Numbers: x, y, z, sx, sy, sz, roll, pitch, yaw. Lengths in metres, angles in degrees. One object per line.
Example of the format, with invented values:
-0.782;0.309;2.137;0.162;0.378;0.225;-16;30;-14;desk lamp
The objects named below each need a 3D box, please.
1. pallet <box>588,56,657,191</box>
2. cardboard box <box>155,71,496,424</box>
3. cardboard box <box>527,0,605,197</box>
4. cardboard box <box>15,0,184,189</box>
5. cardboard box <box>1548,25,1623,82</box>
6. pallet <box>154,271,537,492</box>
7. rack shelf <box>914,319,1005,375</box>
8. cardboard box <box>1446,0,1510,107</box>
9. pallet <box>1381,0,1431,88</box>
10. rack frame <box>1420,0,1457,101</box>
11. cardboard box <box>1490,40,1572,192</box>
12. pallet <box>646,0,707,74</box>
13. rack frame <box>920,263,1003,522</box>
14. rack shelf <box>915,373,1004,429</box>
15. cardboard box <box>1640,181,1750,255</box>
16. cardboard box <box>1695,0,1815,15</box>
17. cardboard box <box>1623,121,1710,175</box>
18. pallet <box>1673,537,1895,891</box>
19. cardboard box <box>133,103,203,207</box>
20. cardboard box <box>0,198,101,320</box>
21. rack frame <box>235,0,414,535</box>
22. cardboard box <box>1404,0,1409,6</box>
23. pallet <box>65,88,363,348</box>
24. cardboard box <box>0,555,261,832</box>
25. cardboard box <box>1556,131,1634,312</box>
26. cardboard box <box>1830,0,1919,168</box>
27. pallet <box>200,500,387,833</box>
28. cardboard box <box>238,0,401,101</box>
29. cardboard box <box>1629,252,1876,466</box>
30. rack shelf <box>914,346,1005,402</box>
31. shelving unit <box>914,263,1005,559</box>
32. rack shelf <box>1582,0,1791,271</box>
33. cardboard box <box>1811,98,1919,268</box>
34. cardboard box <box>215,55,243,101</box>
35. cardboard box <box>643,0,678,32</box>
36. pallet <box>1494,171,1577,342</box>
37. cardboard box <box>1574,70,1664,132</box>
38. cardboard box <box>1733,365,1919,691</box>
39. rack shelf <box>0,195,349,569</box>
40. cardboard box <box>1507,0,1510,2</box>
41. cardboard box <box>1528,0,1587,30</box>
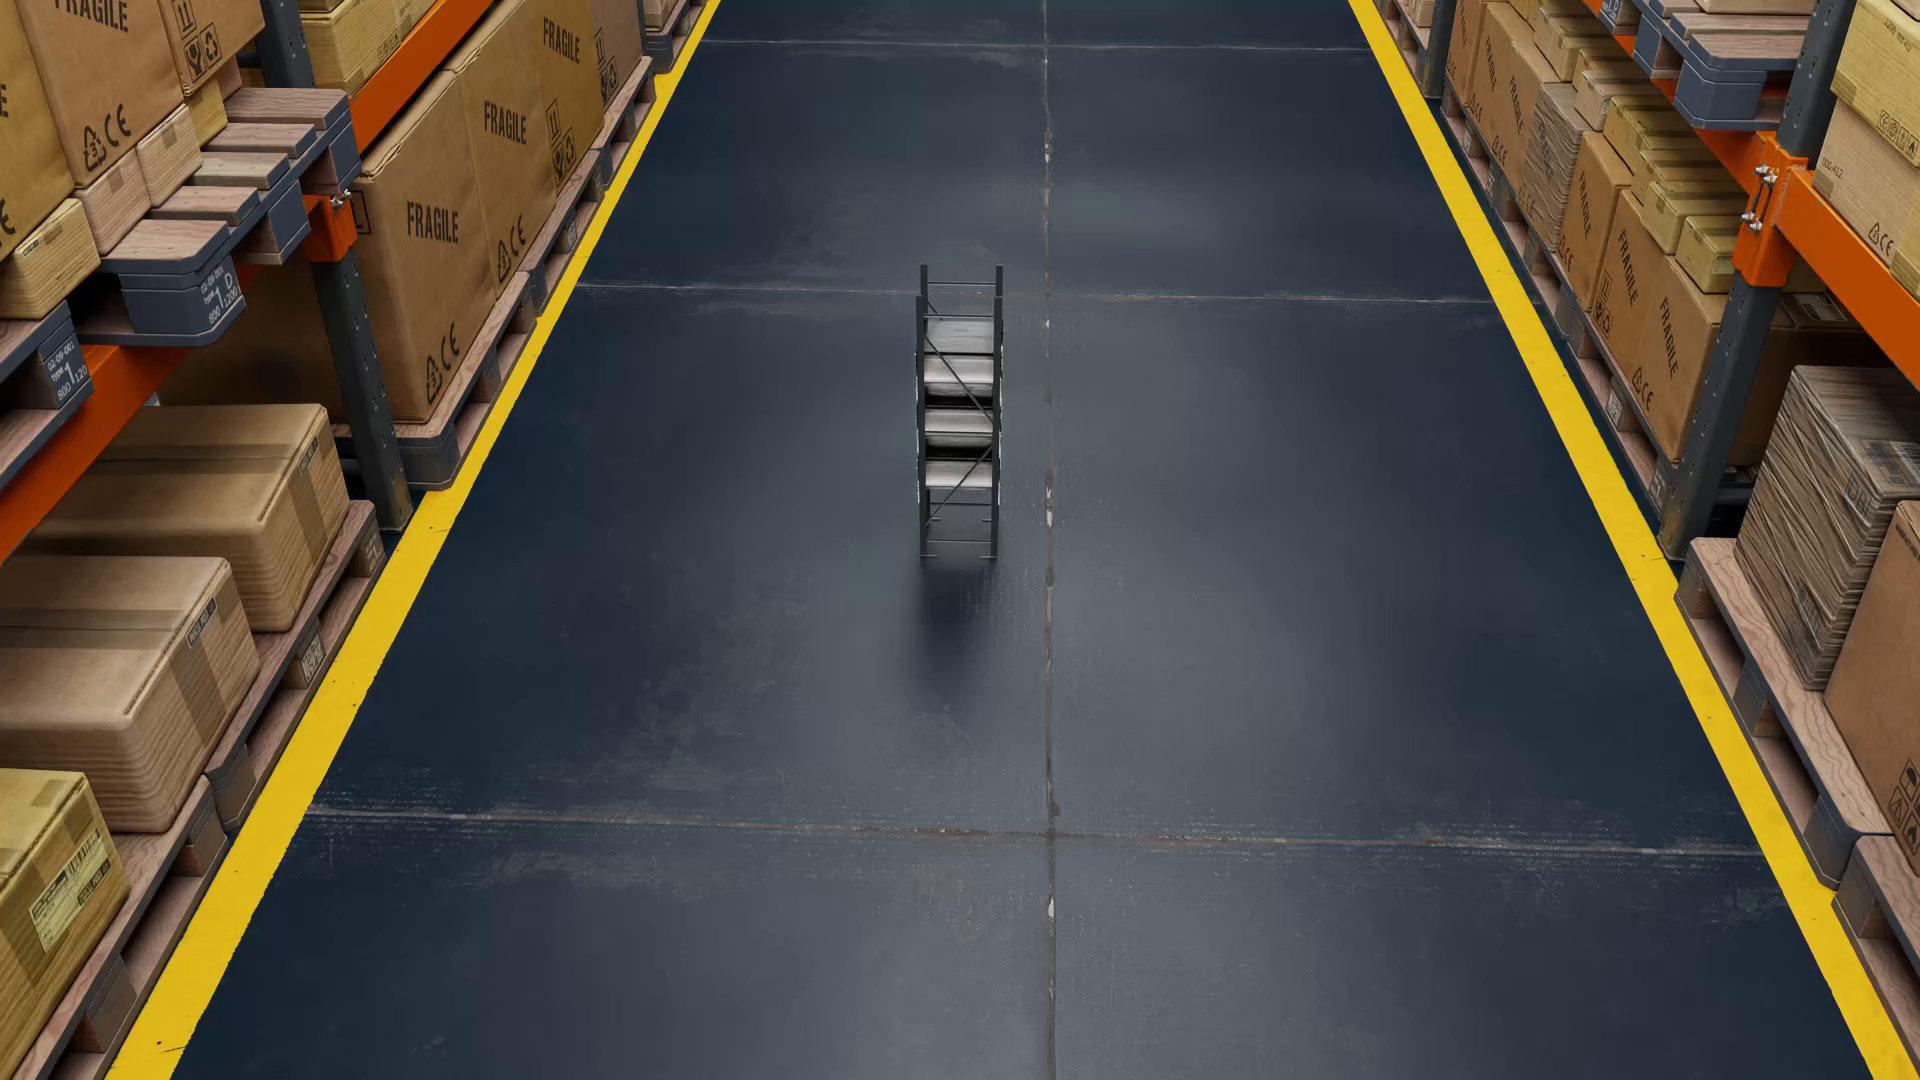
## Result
-2.062;-2.004;7.918;1.003;0.211;1.213;1;35;2;pallet
-2.156;-0.990;5.532;0.875;0.875;0.875;1;35;1;cardboard box
-2.079;-2.016;6.992;0.875;0.875;0.875;2;35;3;cardboard box
-2.017;-1.062;3.441;0.500;0.500;0.500;1;35;1;cardboard box
2.584;-1.941;6.647;0.380;0.149;0.250;3;35;4;cardboard box
-2.160;-0.603;5.924;1.003;0.211;1.213;1;35;2;pallet
0.000;-0.566;4.862;0.258;0.077;0.200;1;35;2;rack shelf
2.610;-2.354;7.800;0.500;0.500;0.500;3;35;4;cardboard box
2.882;-2.731;8.953;1.003;0.211;1.213;1;35;2;pallet
2.854;-3.478;7.590;1.000;3.000;0.127;1;35;2;rack frame
2.574;-1.761;6.956;0.500;0.500;0.500;0;35;0;cardboard box
-1.997;-2.885;9.171;1.003;0.211;1.213;1;35;2;pallet
0.004;-0.431;5.081;0.240;0.900;0.006;1;35;2;rack frame
0.000;-0.419;4.965;0.258;0.077;0.200;1;35;2;rack shelf
2.440;-1.041;5.368;0.380;0.149;0.250;0;35;-1;cardboard box
2.336;-1.635;4.821;0.380;0.149;0.250;2;35;3;cardboard box
2.551;-1.342;5.796;0.380;0.149;0.250;2;35;3;cardboard box
2.621;0.433;4.450;1.003;0.211;1.213;1;35;2;pallet
-1.948;-0.866;3.727;0.380;0.149;0.250;1;35;1;cardboard box
-1.964;-0.563;3.296;0.380;0.149;0.250;2;35;3;cardboard box
-2.267;-1.292;4.480;1.000;3.000;0.127;1;35;2;rack frame
2.597;-3.063;9.012;0.396;0.266;0.258;3;35;4;cardboard box
-2.189;-0.802;3.949;1.213;0.211;1.003;1;35;2;pallet
-2.321;0.360;4.050;0.950;0.372;0.625;1;35;1;cardboard box
2.544;-1.165;6.107;0.500;0.500;0.500;3;35;4;cardboard box
2.406;-1.074;3.865;0.500;0.250;0.500;1;35;2;cardboard box
-2.299;0.298;4.643;1.003;0.211;1.213;1;35;2;pallet
-1.996;-1.506;4.915;0.500;0.250;0.500;1;35;1;cardboard box
2.495;-0.577;5.271;0.500;0.500;0.500;2;35;3;cardboard box
0.000;-0.493;4.914;0.258;0.077;0.200;1;35;2;rack shelf
0.000;-0.373;4.998;0.258;0.900;0.210;1;35;2;shelving unit
2.774;-2.034;6.162;1.077;0.370;4.000;1;35;2;rack shelf
2.431;-0.869;4.008;0.500;0.250;0.500;1;35;2;cardboard box
-2.045;-1.167;4.156;0.380;0.149;0.250;3;35;4;cardboard box
-1.973;-3.072;8.876;0.875;0.438;0.875;1;35;1;cardboard box
2.813;-1.166;6.726;1.003;0.211;1.213;1;35;2;pallet
2.541;-1.645;6.227;0.380;0.149;0.250;0;35;0;cardboard box
2.654;-0.022;4.373;0.875;0.625;0.625;2;35;3;cardboard box
-2.347;0.151;3.052;1.077;0.370;4.000;1;35;2;rack shelf
2.640;-2.532;7.488;0.380;0.149;0.250;0;35;1;cardboard box
2.643;-2.226;7.053;0.380;0.149;0.250;1;35;1;cardboard box
